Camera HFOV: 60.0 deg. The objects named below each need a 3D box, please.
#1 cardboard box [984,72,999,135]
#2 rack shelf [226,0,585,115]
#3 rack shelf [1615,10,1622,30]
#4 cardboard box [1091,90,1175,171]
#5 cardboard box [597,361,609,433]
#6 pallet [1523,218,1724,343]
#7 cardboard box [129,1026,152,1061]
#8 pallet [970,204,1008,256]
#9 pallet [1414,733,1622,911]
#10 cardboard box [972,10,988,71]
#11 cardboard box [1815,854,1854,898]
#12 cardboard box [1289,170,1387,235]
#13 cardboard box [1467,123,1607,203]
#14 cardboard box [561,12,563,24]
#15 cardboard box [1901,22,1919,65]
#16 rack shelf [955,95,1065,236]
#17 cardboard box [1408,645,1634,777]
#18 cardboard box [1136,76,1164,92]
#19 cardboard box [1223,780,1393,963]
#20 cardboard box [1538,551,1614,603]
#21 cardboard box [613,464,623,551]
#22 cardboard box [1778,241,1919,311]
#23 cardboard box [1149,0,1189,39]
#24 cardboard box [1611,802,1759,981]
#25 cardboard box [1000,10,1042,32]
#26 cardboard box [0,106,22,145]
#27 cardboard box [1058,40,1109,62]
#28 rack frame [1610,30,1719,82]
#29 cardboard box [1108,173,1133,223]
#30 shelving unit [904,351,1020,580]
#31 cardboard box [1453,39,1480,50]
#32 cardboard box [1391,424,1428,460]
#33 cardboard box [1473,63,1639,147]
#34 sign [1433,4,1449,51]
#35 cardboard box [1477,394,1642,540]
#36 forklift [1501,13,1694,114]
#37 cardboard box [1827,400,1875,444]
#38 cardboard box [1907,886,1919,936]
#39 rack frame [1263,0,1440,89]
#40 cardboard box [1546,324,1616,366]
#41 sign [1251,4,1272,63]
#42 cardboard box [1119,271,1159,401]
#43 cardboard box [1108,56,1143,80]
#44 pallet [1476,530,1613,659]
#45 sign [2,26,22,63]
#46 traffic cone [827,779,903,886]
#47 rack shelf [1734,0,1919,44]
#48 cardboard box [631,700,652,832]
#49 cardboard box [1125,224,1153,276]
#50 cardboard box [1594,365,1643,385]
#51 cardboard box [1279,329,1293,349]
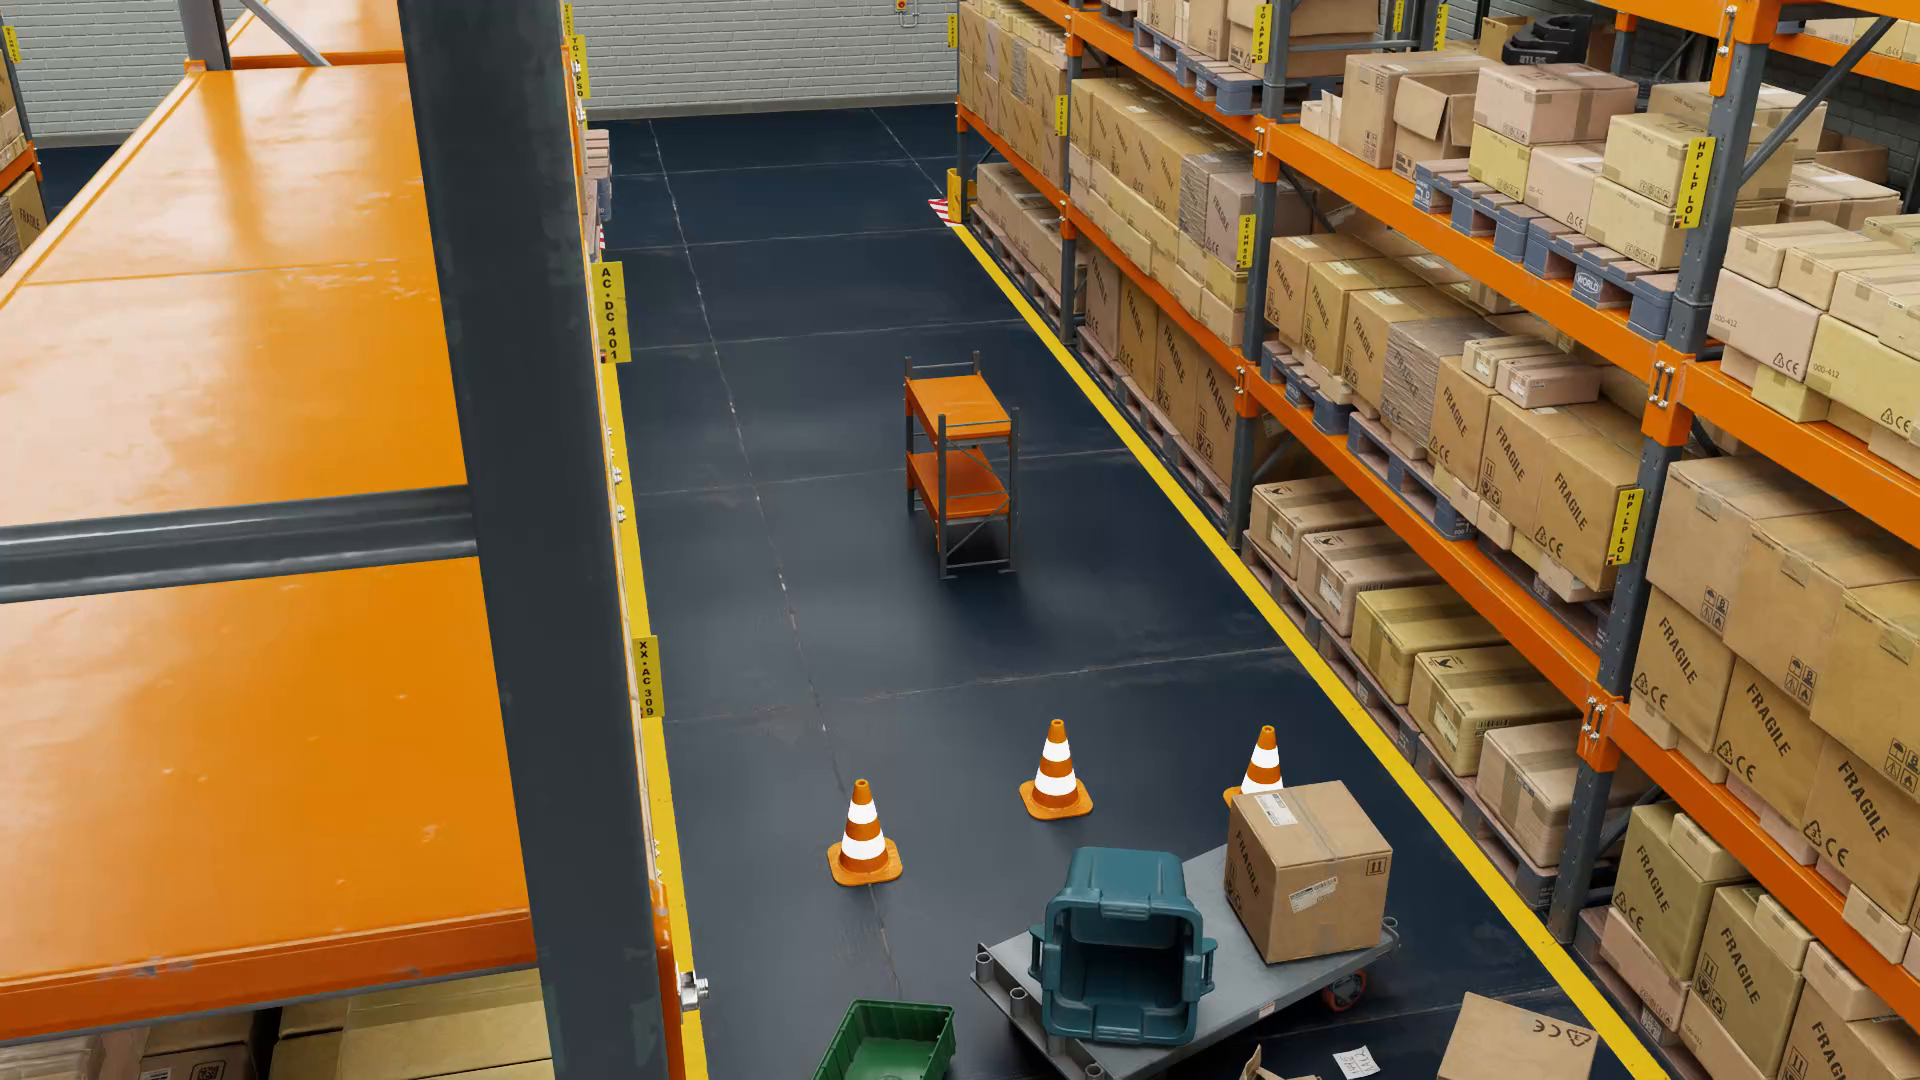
[{"bbox_3d":[0.534,-4.218,16.014,0.500,0.500,0.500,-6,27,-12],"label":"cardboard box"},{"bbox_3d":[-2.079,-2.099,6.511,1.077,0.370,4.000,-6,27,-12],"label":"rack shelf"},{"bbox_3d":[5.753,-5.504,16.141,1.077,0.370,4.000,-6,27,-12],"label":"rack shelf"},{"bbox_3d":[1.329,-3.150,12.788,0.500,0.500,0.500,-6,27,-12],"label":"cardboard box"},{"bbox_3d":[-1.006,-0.285,3.820,0.380,0.149,0.250,-6,27,-11],"label":"cardboard box"},{"bbox_3d":[3.136,-1.127,6.880,1.213,0.211,1.003,-6,27,-12],"label":"pallet"},{"bbox_3d":[-1.246,0.562,2.141,0.380,0.149,0.250,-5,27,-11],"label":"cardboard box"},{"bbox_3d":[0.724,-3.270,17.341,1.003,0.211,1.213,-6,27,-12],"label":"pallet"},{"bbox_3d":[2.995,1.313,8.260,1.003,0.211,1.213,-6,27,-12],"label":"pallet"},{"bbox_3d":[0.421,-4.883,16.222,0.500,0.500,0.500,-7,28,-13],"label":"cardboard box"},{"bbox_3d":[3.239,1.138,5.791,0.380,0.149,0.250,-6,27,-12],"label":"cardboard box"},{"bbox_3d":[2.397,-2.078,10.665,0.500,0.500,0.500,-7,28,-13],"label":"cardboard box"},{"bbox_3d":[2.676,-1.738,7.582,0.500,0.250,0.500,-6,27,-11],"label":"cardboard box"},{"bbox_3d":[-2.637,-2.898,10.070,0.500,0.500,0.500,-6,27,-12],"label":"cardboard box"},{"bbox_3d":[6.753,-3.324,11.192,0.500,0.250,0.500,-7,28,-13],"label":"cardboard box"},{"bbox_3d":[0.918,-3.659,15.815,1.077,0.370,4.000,-6,27,-12],"label":"rack shelf"},{"bbox_3d":[2.885,0.850,8.533,0.950,0.372,0.625,-4,27,-8],"label":"cardboard box"},{"bbox_3d":[1.714,-3.422,13.327,0.500,0.500,0.500,-5,27,-10],"label":"cardboard box"},{"bbox_3d":[1.444,1.382,6.964,0.500,0.500,0.500,-6,27,-12],"label":"cardboard box"},{"bbox_3d":[2.787,0.137,7.309,0.380,0.149,0.250,-6,27,-11],"label":"cardboard box"},{"bbox_3d":[-1.824,-0.010,7.676,0.500,0.500,0.500,-6,27,-11],"label":"cardboard box"},{"bbox_3d":[3.011,-0.890,5.596,0.380,0.149,0.250,-5,27,-10],"label":"cardboard box"},{"bbox_3d":[1.590,-3.661,11.116,0.500,0.500,0.500,-6,27,-11],"label":"cardboard box"},{"bbox_3d":[3.041,1.402,6.744,0.500,0.500,0.500,-5,27,-9],"label":"cardboard box"},{"bbox_3d":[0.586,-4.770,15.277,0.380,0.149,0.250,-7,28,-13],"label":"cardboard box"},{"bbox_3d":[-8.820,-3.732,14.997,0.500,0.250,0.500,-6,27,-12],"label":"cardboard box"},{"bbox_3d":[1.035,-4.112,13.974,0.380,0.149,0.250,-5,27,-10],"label":"cardboard box"},{"bbox_3d":[6.204,-3.608,14.915,1.000,3.000,0.127,-6,27,-12],"label":"rack frame"},{"bbox_3d":[1.426,-2.586,12.503,0.500,0.250,0.500,-6,27,-11],"label":"cardboard box"},{"bbox_3d":[-0.002,-0.505,10.849,0.538,1.125,1.048,-6,27,-12],"label":"shelving unit"},{"bbox_3d":[5.664,-5.255,18.014,0.500,0.250,0.500,-5,27,-10],"label":"cardboard box"},{"bbox_3d":[2.479,-0.545,8.661,0.380,0.149,0.250,-5,27,-10],"label":"cardboard box"},{"bbox_3d":[2.665,-1.960,7.467,0.500,0.250,0.500,-6,27,-11],"label":"cardboard box"},{"bbox_3d":[2.799,-2.970,9.749,0.100,0.325,0.005,-6,27,-12],"label":"sign"},{"bbox_3d":[2.731,-0.352,7.558,0.500,0.500,0.500,-6,27,-11],"label":"cardboard box"},{"bbox_3d":[4.777,-2.336,12.471,3.031,2.935,1.130,14,30,25],"label":"forklift"},{"bbox_3d":[3.171,-0.437,5.583,0.380,0.149,0.250,-6,27,-12],"label":"cardboard box"},{"bbox_3d":[3.369,1.114,5.120,0.500,0.500,0.500,-6,27,-11],"label":"cardboard box"},{"bbox_3d":[2.270,-4.024,9.082,1.000,3.000,0.127,-6,27,-12],"label":"rack frame"},{"bbox_3d":[3.065,-0.953,8.029,0.380,0.149,0.250,-4,27,-9],"label":"cardboard box"},{"bbox_3d":[1.727,-2.898,9.519,0.100,0.325,0.005,-6,27,-12],"label":"sign"},{"bbox_3d":[1.797,-1.681,12.990,0.875,0.875,0.875,-5,27,-10],"label":"cardboard box"},{"bbox_3d":[1.497,-3.827,14.128,0.500,0.500,0.500,-6,27,-11],"label":"cardboard box"},{"bbox_3d":[3.141,0.145,7.692,1.003,0.211,1.213,-6,27,-12],"label":"pallet"},{"bbox_3d":[-8.656,-4.523,15.181,0.100,0.325,0.005,-6,27,-12],"label":"sign"},{"bbox_3d":[-0.460,1.347,7.913,0.336,0.463,0.334,-6,27,-12],"label":"traffic cone"},{"bbox_3d":[3.622,-1.068,4.027,1.077,0.370,4.000,-6,27,-12],"label":"rack shelf"},{"bbox_3d":[-0.662,0.386,2.491,0.380,0.149,0.250,-6,27,-11],"label":"cardboard box"},{"bbox_3d":[1.532,-2.141,12.176,0.500,0.250,0.500,-6,27,-12],"label":"cardboard box"},{"bbox_3d":[3.134,-0.628,8.105,0.500,0.500,0.500,-6,27,-12],"label":"cardboard box"},{"bbox_3d":[2.162,-1.260,10.076,0.380,0.149,0.250,-8,28,-15],"label":"cardboard box"}]
